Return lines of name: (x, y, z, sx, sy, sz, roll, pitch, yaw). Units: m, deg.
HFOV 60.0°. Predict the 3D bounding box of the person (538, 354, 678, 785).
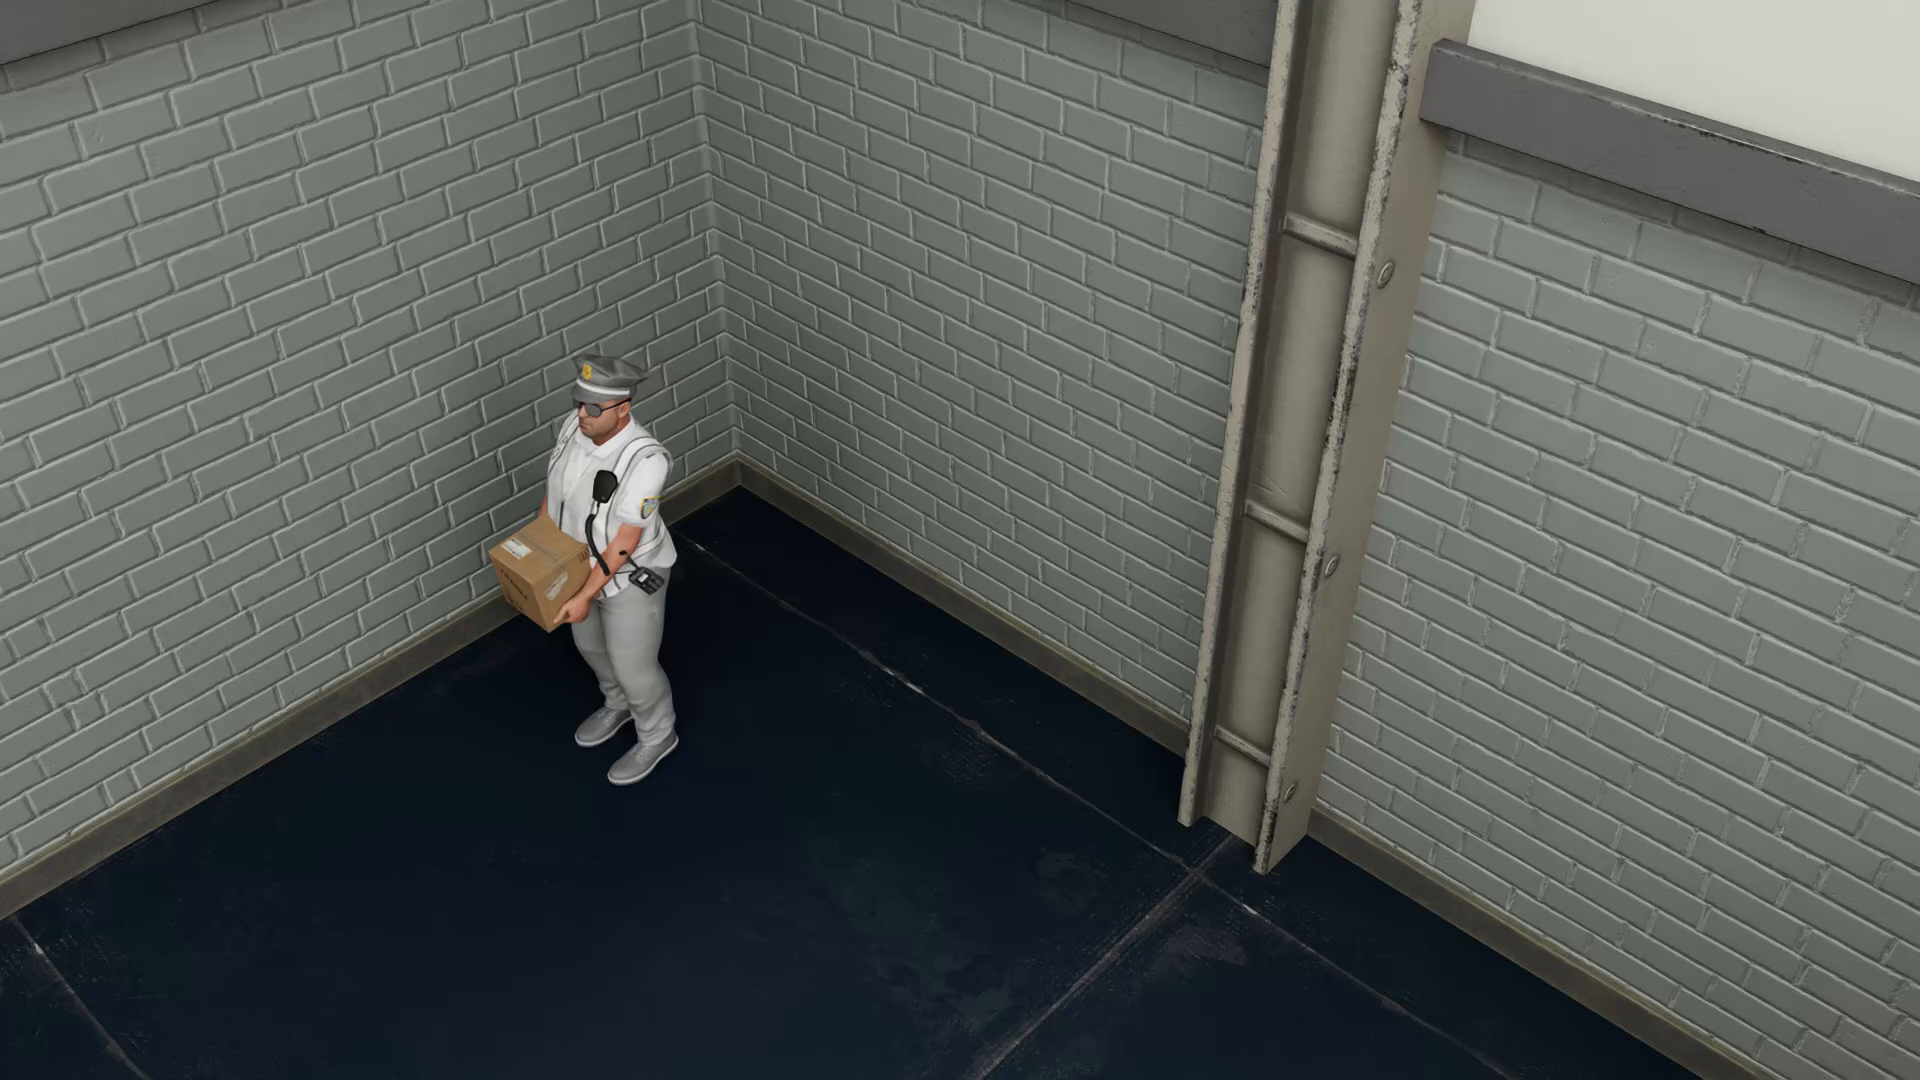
person: (-1.290, 0.132, 5.971, 0.493, 1.767, 0.566, 30, 48, 32)
